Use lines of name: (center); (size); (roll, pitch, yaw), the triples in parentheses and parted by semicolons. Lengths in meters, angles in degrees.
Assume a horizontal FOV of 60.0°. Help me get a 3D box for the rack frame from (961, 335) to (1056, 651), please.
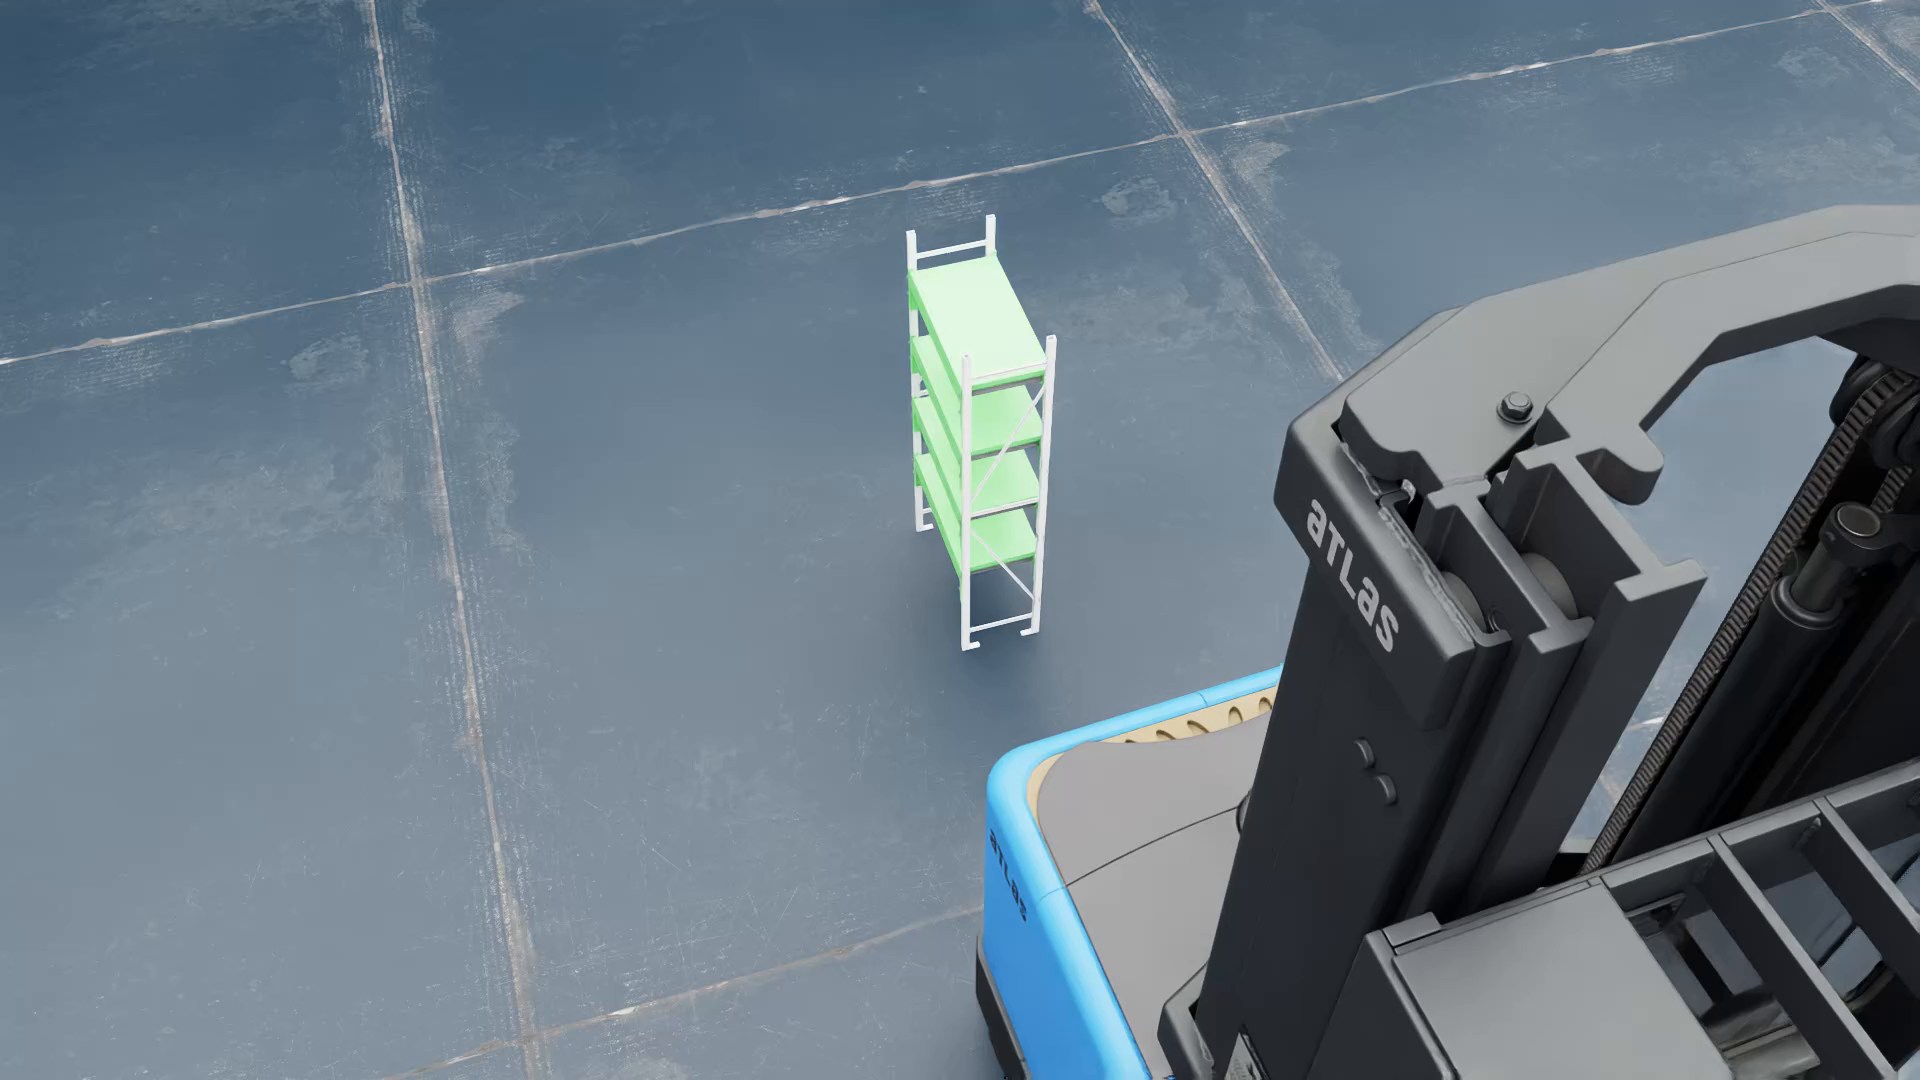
rack frame: (0.121, -0.088, 4.539); (0.240, 1.200, 0.015); (-13, 51, -11)

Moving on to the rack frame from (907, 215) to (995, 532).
rack frame: (-0.023, -0.444, 4.840); (0.240, 1.200, 0.015); (-13, 51, -11)

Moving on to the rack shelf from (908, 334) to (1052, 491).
rack shelf: (0.049, -0.379, 4.555); (0.258, 0.148, 0.480); (-13, 51, -11)

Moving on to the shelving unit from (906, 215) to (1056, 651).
shelving unit: (0.049, -0.266, 4.689); (0.258, 1.200, 0.503); (-13, 51, -11)

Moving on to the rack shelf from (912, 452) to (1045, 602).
rack shelf: (0.049, -0.070, 4.922); (0.258, 0.148, 0.480); (-13, 51, -11)

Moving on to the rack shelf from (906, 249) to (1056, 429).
rack shelf: (0.049, -0.534, 4.371); (0.258, 0.148, 0.480); (-13, 51, -11)

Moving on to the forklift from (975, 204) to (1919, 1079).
forklift: (1.018, 1.136, 2.375); (1.130, 2.935, 3.031); (-15, 52, -13)

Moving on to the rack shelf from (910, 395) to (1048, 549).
rack shelf: (0.049, -0.225, 4.738); (0.258, 0.148, 0.480); (-13, 51, -11)
